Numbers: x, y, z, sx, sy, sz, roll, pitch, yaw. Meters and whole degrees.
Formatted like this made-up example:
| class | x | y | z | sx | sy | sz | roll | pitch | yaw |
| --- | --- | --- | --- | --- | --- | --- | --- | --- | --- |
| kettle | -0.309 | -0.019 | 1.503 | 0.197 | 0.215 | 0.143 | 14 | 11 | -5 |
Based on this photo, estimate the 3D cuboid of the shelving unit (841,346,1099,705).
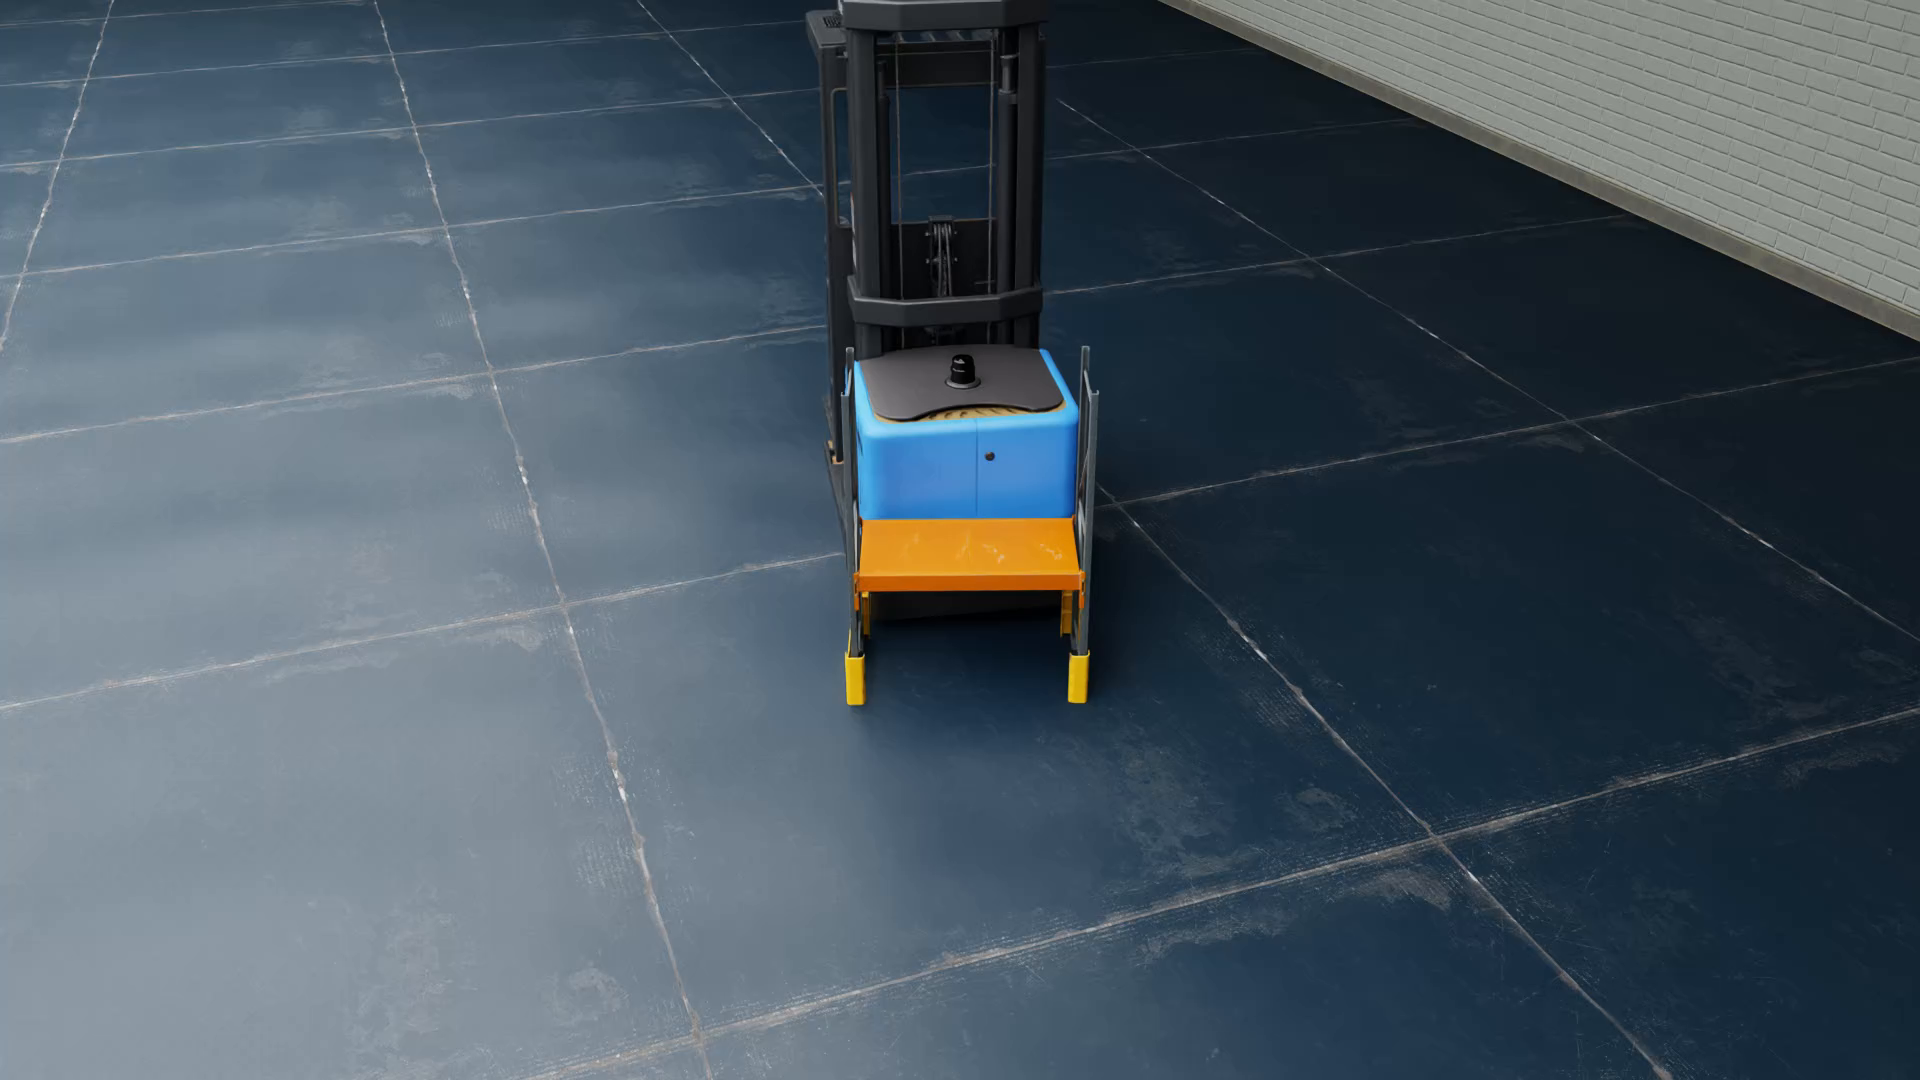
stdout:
| class | x | y | z | sx | sy | sz | roll | pitch | yaw |
| --- | --- | --- | --- | --- | --- | --- | --- | --- | --- |
| shelving unit | 0.029 | -0.060 | 7.340 | 1.083 | 1.500 | 0.587 | 0 | 30 | -1 |

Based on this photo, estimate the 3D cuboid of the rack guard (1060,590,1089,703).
| class | x | y | z | sx | sy | sz | roll | pitch | yaw |
| --- | --- | --- | --- | --- | --- | --- | --- | --- | --- |
| rack guard | 0.527 | 0.480 | 7.656 | 0.087 | 0.250 | 0.587 | 0 | 30 | -1 |

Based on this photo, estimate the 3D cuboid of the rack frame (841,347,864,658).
| class | x | y | z | sx | sy | sz | roll | pitch | yaw |
| --- | --- | --- | --- | --- | --- | --- | --- | --- | --- |
| rack frame | -0.470 | -0.056 | 7.333 | 0.032 | 1.500 | 0.500 | 0 | 30 | -1 |

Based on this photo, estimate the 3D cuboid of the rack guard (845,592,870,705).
| class | x | y | z | sx | sy | sz | roll | pitch | yaw |
| --- | --- | --- | --- | --- | --- | --- | --- | --- | --- |
| rack guard | -0.469 | 0.487 | 7.643 | 0.087 | 0.250 | 0.587 | 0 | 30 | -1 |

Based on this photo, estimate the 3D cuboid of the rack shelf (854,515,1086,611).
| class | x | y | z | sx | sy | sz | roll | pitch | yaw |
| --- | --- | --- | --- | --- | --- | --- | --- | --- | --- |
| rack shelf | 0.038 | 0.096 | 7.429 | 1.000 | 0.185 | 0.538 | 0 | 30 | -1 |

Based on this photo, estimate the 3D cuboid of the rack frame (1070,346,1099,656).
| class | x | y | z | sx | sy | sz | roll | pitch | yaw |
| --- | --- | --- | --- | --- | --- | --- | --- | --- | --- |
| rack frame | 0.546 | -0.064 | 7.347 | 0.032 | 1.500 | 0.500 | 0 | 30 | -1 |

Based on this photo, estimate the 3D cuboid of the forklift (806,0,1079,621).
| class | x | y | z | sx | sy | sz | roll | pitch | yaw |
| --- | --- | --- | --- | --- | --- | --- | --- | --- | --- |
| forklift | -0.173 | -1.601 | 8.598 | 1.130 | 2.935 | 3.031 | -5 | 30 | -8 |
